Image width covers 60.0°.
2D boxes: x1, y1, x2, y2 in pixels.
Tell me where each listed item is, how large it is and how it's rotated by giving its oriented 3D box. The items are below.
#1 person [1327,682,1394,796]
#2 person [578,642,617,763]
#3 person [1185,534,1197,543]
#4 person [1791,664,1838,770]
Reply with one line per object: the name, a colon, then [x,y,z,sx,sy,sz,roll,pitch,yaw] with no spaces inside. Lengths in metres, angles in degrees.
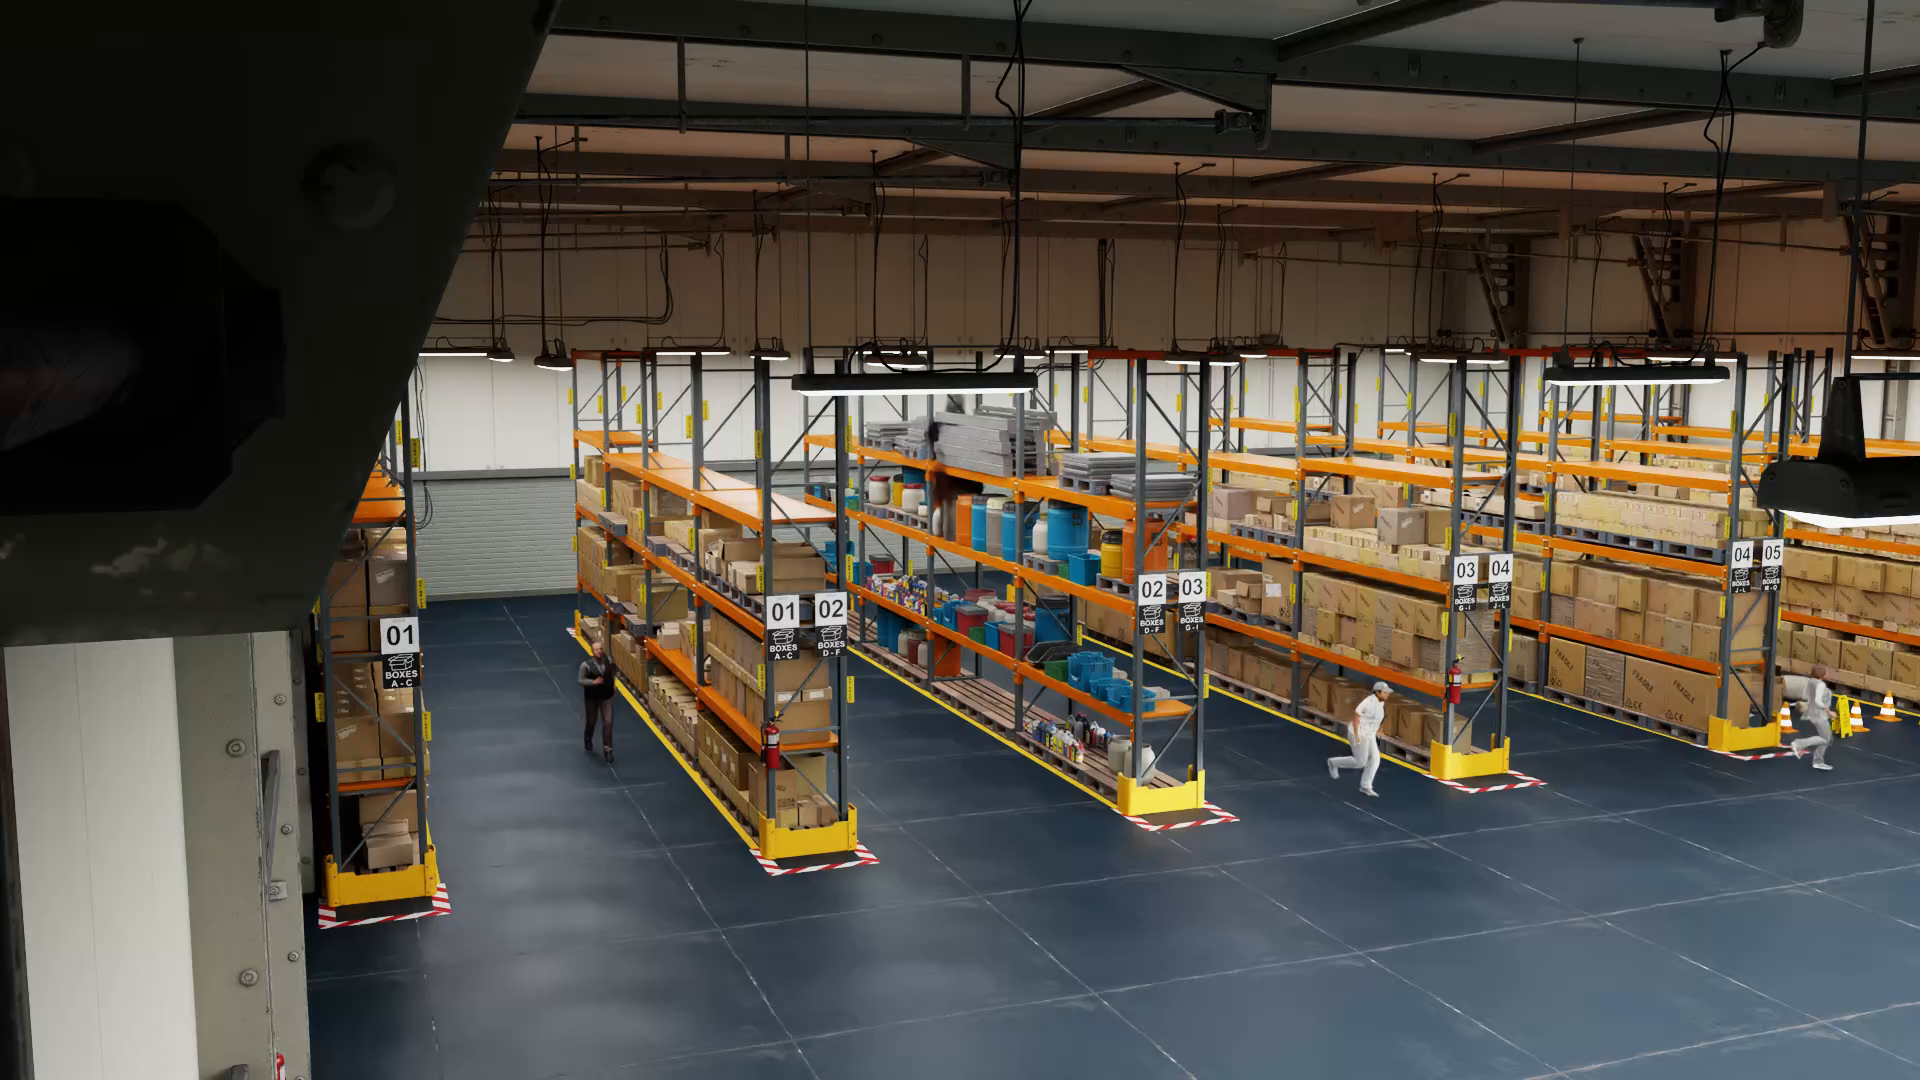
person: [5.535,2.722,22.979,0.889,1.617,0.606,4,8,28]
person: [-5.398,2.374,24.786,0.644,1.732,0.948,-4,8,-28]
person: [5.946,0.189,42.673,0.645,1.694,0.608,5,9,36]
person: [12.410,2.568,24.176,0.610,1.562,0.545,1,7,9]
